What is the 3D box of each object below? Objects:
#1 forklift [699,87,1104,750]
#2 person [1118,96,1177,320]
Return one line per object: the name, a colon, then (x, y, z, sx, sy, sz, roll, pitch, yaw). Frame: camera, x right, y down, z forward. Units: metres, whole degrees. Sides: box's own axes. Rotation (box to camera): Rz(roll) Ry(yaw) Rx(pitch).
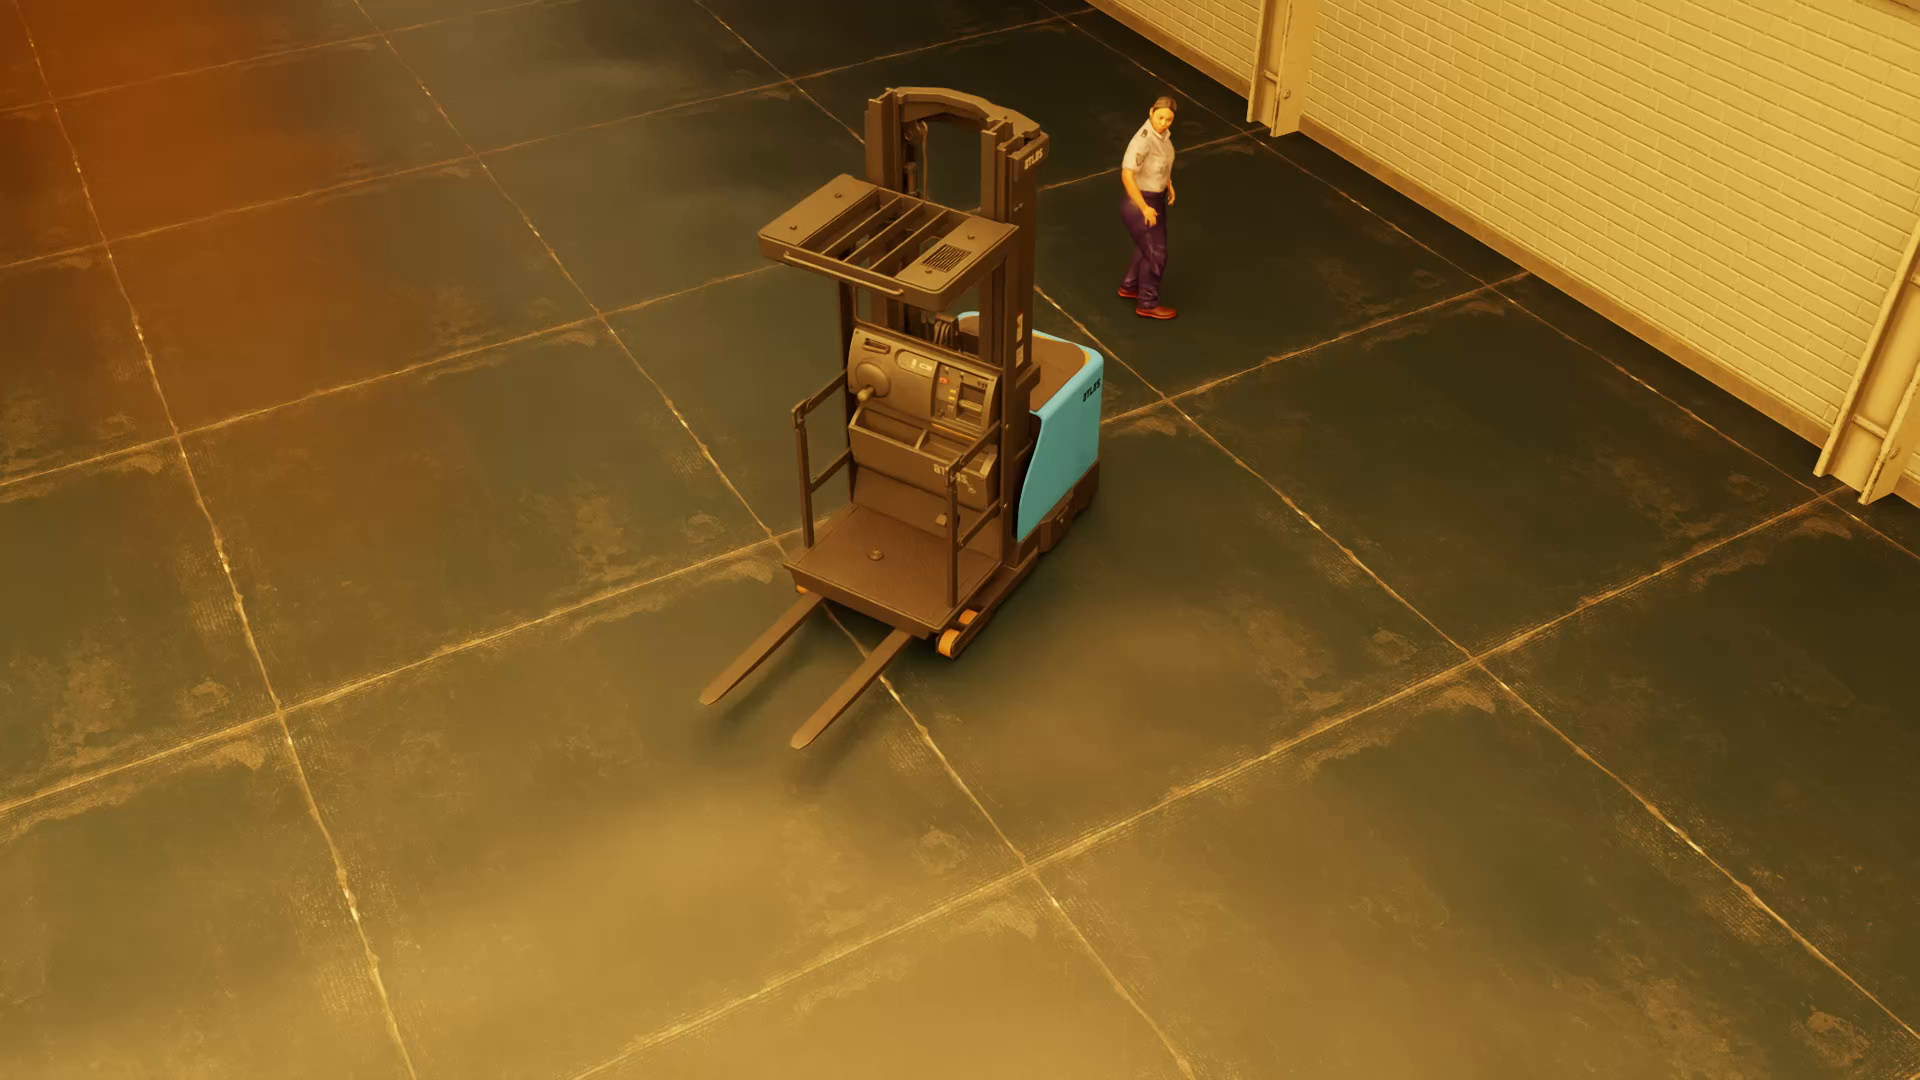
forklift: (-0.323, -0.797, 8.997, 1.130, 2.935, 3.031, 22, 44, 24)
person: (1.414, -2.418, 11.980, 0.485, 1.628, 0.675, 10, 41, 12)
